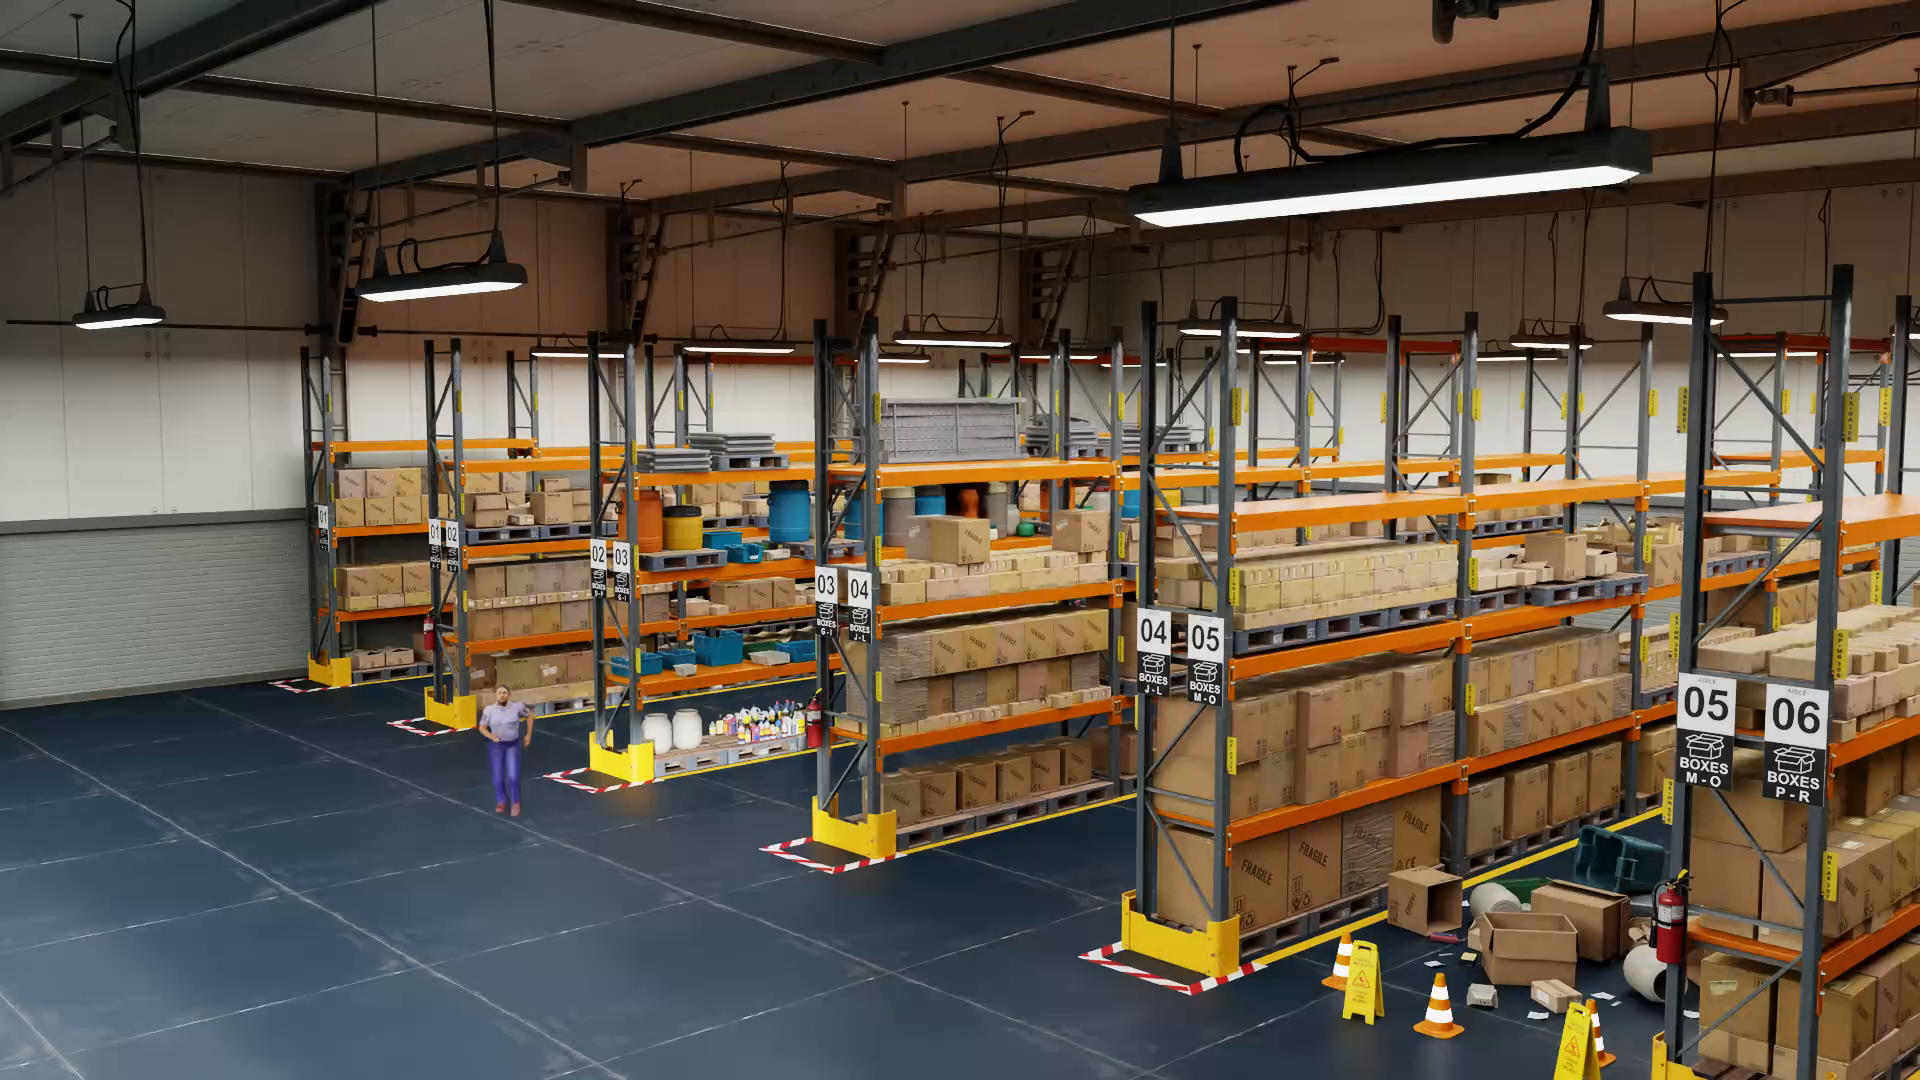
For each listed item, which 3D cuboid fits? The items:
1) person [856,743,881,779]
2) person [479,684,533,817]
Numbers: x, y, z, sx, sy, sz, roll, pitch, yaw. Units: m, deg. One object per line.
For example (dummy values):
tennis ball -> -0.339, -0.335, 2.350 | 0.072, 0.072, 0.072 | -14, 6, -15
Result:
person -> -1.179, 2.507, 21.053 | 0.592, 1.718, 0.725 | 5, 7, 43
person -> -5.542, 2.580, 20.312 | 0.627, 1.668, 0.671 | -1, 5, -12
